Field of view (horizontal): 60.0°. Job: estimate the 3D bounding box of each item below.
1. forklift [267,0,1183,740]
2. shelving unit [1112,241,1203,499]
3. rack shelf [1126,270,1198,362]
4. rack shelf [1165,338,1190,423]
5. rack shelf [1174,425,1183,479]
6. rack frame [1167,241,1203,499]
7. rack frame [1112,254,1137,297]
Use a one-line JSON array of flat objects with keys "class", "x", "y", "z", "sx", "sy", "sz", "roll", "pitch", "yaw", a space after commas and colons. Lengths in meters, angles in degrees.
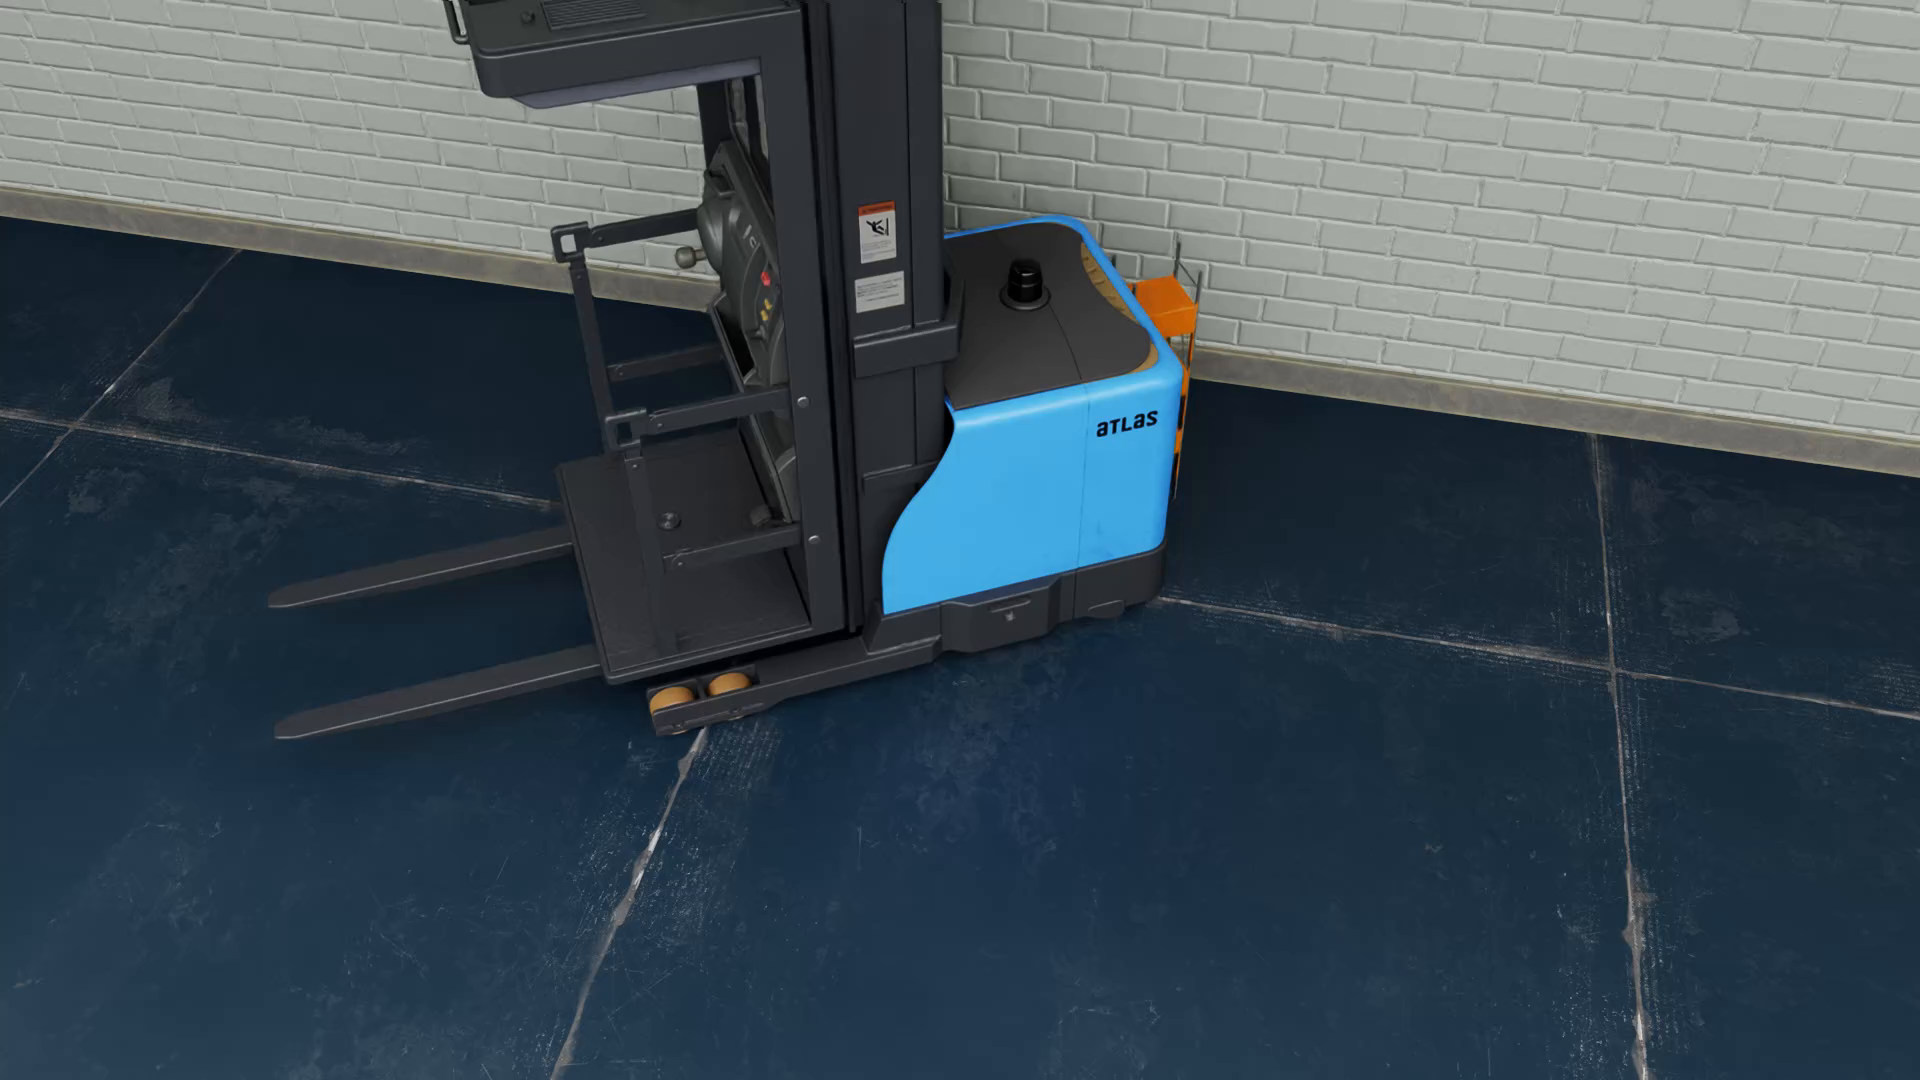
[{"class": "forklift", "x": -0.844, "y": -0.818, "z": 4.987, "sx": 3.031, "sy": 2.935, "sz": 1.130, "roll": -13, "pitch": 45, "yaw": -13}, {"class": "shelving unit", "x": 0.680, "y": -0.575, "z": 6.090, "sx": 0.252, "sy": 1.050, "sz": 0.215, "roll": -13, "pitch": 45, "yaw": -13}, {"class": "rack shelf", "x": 0.680, "y": -0.772, "z": 5.901, "sx": 0.240, "sy": 0.259, "sz": 0.215, "roll": -13, "pitch": 45, "yaw": -13}, {"class": "rack shelf", "x": 0.680, "y": -0.567, "z": 6.098, "sx": 0.240, "sy": 0.259, "sz": 0.215, "roll": -13, "pitch": 45, "yaw": -13}, {"class": "rack shelf", "x": 0.680, "y": -0.367, "z": 6.290, "sx": 0.240, "sy": 0.259, "sz": 0.215, "roll": -13, "pitch": 45, "yaw": -13}, {"class": "rack frame", "x": 0.796, "y": -0.602, "z": 6.118, "sx": 0.008, "sy": 1.050, "sz": 0.200, "roll": -13, "pitch": 45, "yaw": -13}, {"class": "rack frame", "x": 0.565, "y": -0.548, "z": 6.062, "sx": 0.008, "sy": 1.050, "sz": 0.200, "roll": -13, "pitch": 45, "yaw": -13}]
